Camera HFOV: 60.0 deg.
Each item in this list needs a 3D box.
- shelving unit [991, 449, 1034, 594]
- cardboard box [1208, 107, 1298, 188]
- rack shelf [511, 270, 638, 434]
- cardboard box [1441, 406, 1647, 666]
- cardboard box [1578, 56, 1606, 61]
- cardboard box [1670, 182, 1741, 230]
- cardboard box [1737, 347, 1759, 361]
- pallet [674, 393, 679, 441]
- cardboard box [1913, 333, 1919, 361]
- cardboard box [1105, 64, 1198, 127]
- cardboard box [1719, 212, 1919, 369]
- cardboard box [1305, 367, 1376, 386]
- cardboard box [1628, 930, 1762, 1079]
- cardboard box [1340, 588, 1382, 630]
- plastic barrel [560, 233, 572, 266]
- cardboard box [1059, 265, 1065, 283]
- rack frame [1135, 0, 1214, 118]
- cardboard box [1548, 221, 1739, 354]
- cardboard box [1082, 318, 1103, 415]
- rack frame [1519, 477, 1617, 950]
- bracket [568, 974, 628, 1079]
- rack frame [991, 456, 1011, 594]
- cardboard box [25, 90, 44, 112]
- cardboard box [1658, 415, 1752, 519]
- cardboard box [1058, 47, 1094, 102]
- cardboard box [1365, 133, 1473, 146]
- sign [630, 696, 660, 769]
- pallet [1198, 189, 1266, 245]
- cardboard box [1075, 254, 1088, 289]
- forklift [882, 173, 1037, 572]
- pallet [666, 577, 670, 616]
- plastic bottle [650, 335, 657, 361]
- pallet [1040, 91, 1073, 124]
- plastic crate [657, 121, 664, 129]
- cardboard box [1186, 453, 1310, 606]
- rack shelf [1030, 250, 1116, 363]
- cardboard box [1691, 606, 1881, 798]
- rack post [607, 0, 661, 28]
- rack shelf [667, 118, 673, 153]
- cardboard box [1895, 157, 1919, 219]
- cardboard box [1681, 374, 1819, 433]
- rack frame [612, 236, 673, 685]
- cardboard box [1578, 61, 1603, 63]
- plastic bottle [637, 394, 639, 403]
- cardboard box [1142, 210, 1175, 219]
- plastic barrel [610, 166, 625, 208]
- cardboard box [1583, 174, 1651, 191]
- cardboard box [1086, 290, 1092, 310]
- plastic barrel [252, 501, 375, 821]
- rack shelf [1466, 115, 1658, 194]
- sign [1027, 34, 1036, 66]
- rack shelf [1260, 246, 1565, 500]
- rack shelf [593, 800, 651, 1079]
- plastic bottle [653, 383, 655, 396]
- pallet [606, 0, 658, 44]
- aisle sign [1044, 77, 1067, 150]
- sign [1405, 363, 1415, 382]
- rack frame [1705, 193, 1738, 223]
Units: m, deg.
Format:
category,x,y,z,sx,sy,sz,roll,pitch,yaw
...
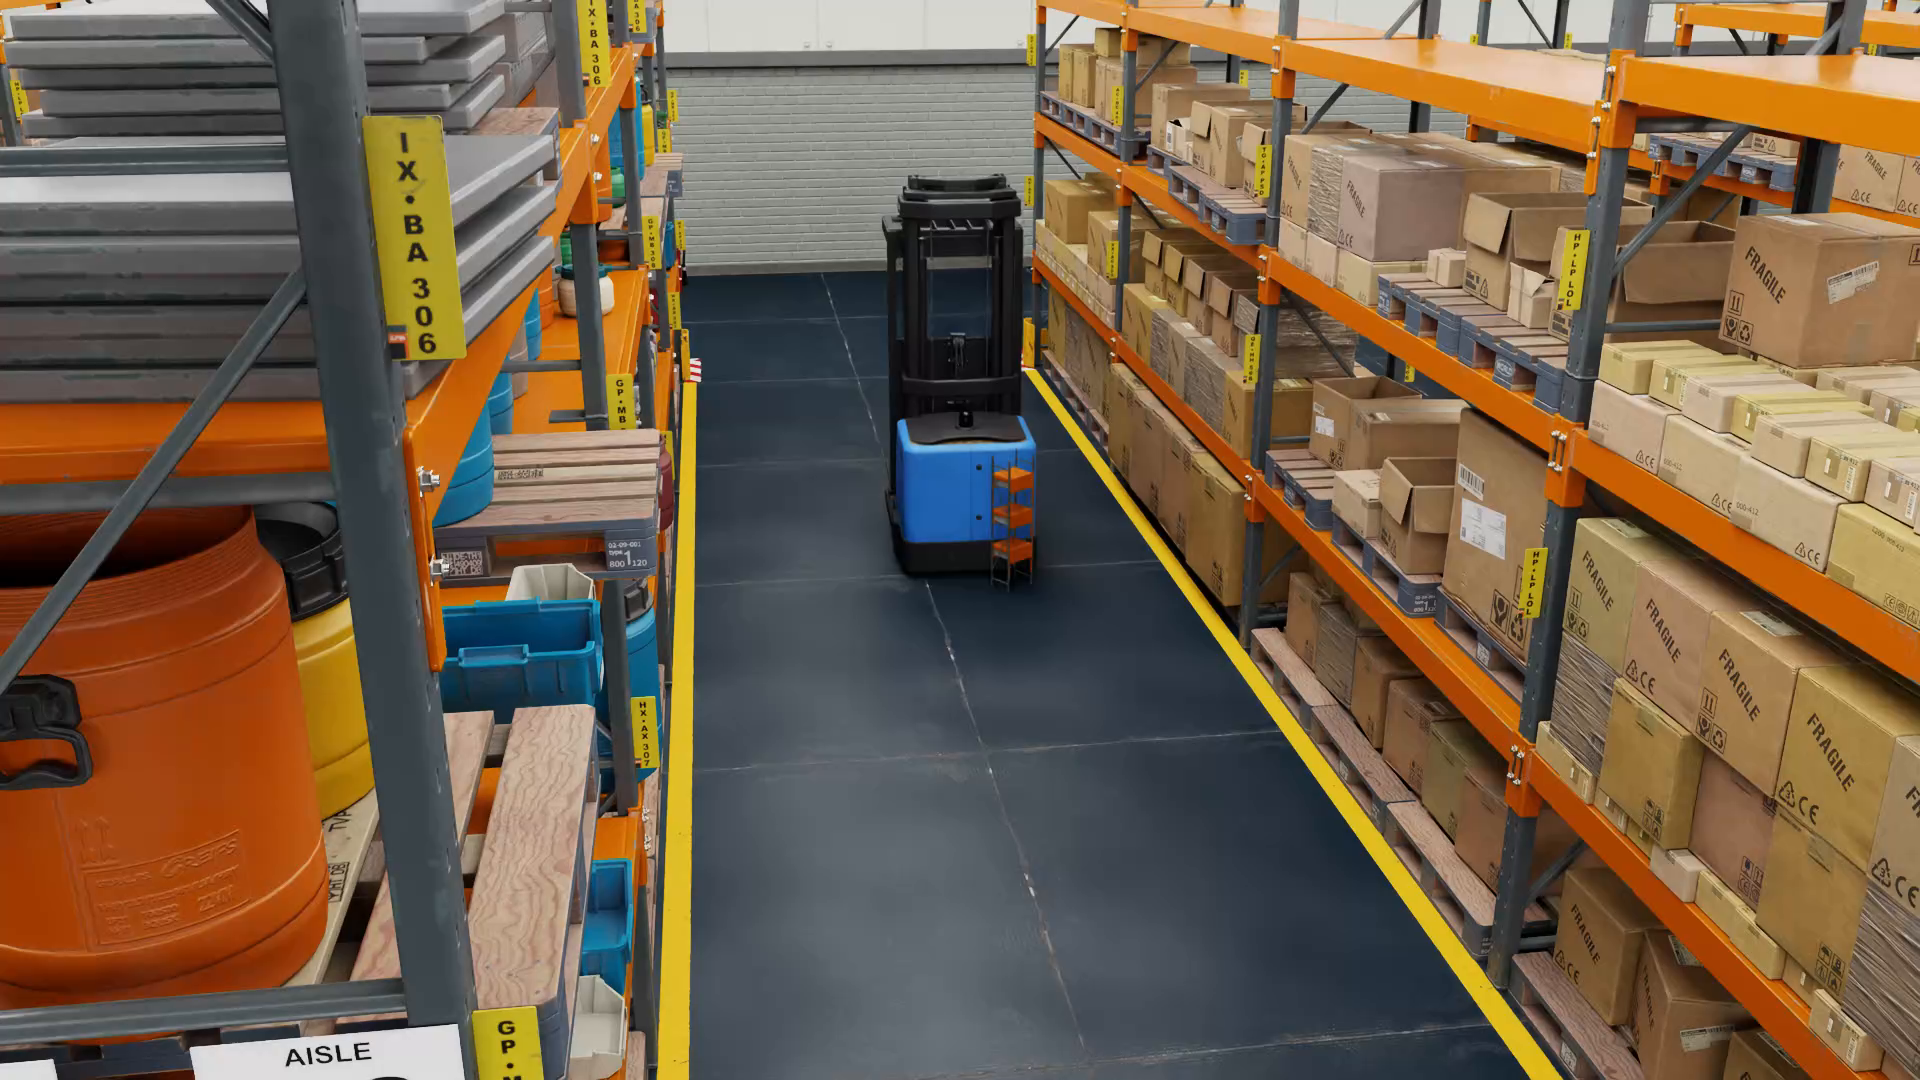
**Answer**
category,x,y,z,sx,sy,sz,roll,pitch,yaw
shelving unit,0.395,-0.140,12.591,0.252,1.050,0.215,-17,27,-39
cardboard box,2.103,-2.833,11.983,0.500,0.500,0.500,-2,21,-5
rack shelf,-2.139,-0.899,8.299,0.919,0.124,3.809,-3,21,-8
cardboard box,3.075,-0.057,8.124,1.000,1.000,1.000,-3,21,-7
cardboard box,6.681,-4.967,17.370,0.380,0.149,0.250,-3,21,-9
cardboard box,6.996,-3.105,15.746,0.500,0.500,0.500,-2,21,-6
cardboard box,3.383,-0.721,6.716,0.380,0.149,0.250,-2,21,-6
pallet,-3.327,-1.187,16.592,1.003,0.211,1.213,-3,21,-8
cardboard box,6.873,-1.401,12.090,0.380,0.149,0.250,-4,21,-10
cardboard box,1.725,-4.030,15.047,0.700,0.500,0.500,-4,21,-11
cardboard box,3.368,-0.980,6.482,0.500,0.500,0.500,-4,21,-9
cardboard box,2.673,-0.911,11.724,0.500,0.500,0.500,-2,21,-6
cardboard box,3.159,2.016,7.004,0.500,0.500,0.500,4,21,9
cardboard box,2.687,0.345,10.376,0.500,0.250,0.500,-1,20,-2
plastic barrel,-2.341,-1.682,9.866,0.294,0.245,0.294,0,20,0
cardboard box,1.233,-2.749,17.149,0.380,0.149,0.250,-3,21,-8
rack frame,1.901,-4.877,13.913,0.949,2.616,0.053,-3,21,-8
cardboard box,3.081,-1.115,7.379,0.797,0.503,0.637,-4,21,-10
cardboard box,1.752,-1.812,16.718,0.875,0.875,0.875,-3,21,-8
rack frame,3.054,0.703,7.547,0.949,2.616,0.053,-3,21,-8
bracket,8.175,-2.030,8.125,20.502,5.116,5.172,-3,21,-8
rack frame,0.304,-0.112,12.515,0.008,1.050,0.200,-17,27,-39
cardboard box,-7.946,-3.836,13.839,0.700,0.500,0.500,-3,21,-8
cardboard box,2.943,-0.280,6.106,0.500,0.250,0.500,-3,21,-8
cardboard box,1.411,-4.769,17.025,0.700,0.500,0.500,-4,21,-10
cardboard box,2.790,-2.215,10.216,0.500,0.500,0.500,-2,21,-6
sign,-1.305,0.799,6.893,0.100,0.325,0.005,-3,21,-8
pallet,2.329,-2.219,11.353,1.213,0.211,1.003,-2,21,-5
cardboard box,1.423,-2.631,16.263,0.500,0.250,0.500,-2,21,-7
forklift,-0.065,-1.598,13.806,1.130,2.935,3.031,-2,21,-5
pallet,-2.582,0.603,11.799,1.003,0.211,1.213,-3,21,-8
plastic bottle,-2.549,-1.564,13.784,0.061,0.283,0.133,-3,21,-8
pallet,1.438,-4.559,17.475,1.003,0.211,1.213,-3,21,-8
plastic crate,-2.911,-3.605,14.980,0.497,0.269,0.590,-3,21,-8
cardboard box,2.395,-0.123,12.195,1.225,0.875,0.875,-4,21,-10
rack shelf,1.609,-2.422,16.943,1.077,0.370,4.000,-3,21,-8
cardboard box,3.009,0.563,5.924,0.500,0.500,0.500,-3,21,-8
rack post,-2.586,-3.699,11.473,0.937,0.300,0.954,-1,20,-2
rack shelf,-3.292,-3.578,15.749,1.077,0.370,4.000,-3,21,-8
cardboard box,7.063,-2.534,11.784,0.500,0.500,0.500,-3,21,-8
cardboard box,2.917,-0.506,6.142,0.380,0.149,0.250,-3,21,-7
rack frame,-2.427,-0.432,10.586,1.000,3.000,0.127,-3,21,-8
cardboard box,6.260,-4.760,16.816,0.380,0.149,0.250,-2,21,-6
plastic bottle,-2.326,-0.979,12.235,0.097,0.271,0.097,0,20,0
cardboard box,2.018,-2.837,15.742,0.500,0.500,0.500,-3,21,-8
plastic barrel,-2.352,-2.340,11.028,0.294,0.245,0.294,0,20,0
cardboard box,6.405,-3.264,16.172,0.500,0.500,0.500,-4,21,-9
cardboard box,1.418,-2.305,15.960,0.380,0.149,0.250,-3,21,-7
plastic barrel,-1.564,0.259,3.578,0.600,0.588,0.600,0,20,0
rack shelf,6.532,-4.043,16.994,1.077,0.370,4.000,-3,21,-8
sign,0.771,-5.278,17.910,0.100,0.325,0.005,-3,21,-8
rack shelf,2.762,-1.058,9.002,1.077,0.370,4.000,-3,21,-8
rack shelf,-1.562,1.982,5.150,1.077,0.370,4.000,-3,21,-8
plastic bottle,-2.438,-1.217,12.972,0.097,0.201,0.097,0,20,0
pallet,-2.501,-3.218,10.312,1.213,0.211,1.003,-3,21,-8
aisle sign,1.014,-4.679,18.242,0.394,0.787,0.004,-3,21,-8
sign,3.010,-1.218,11.148,0.100,0.325,0.005,-3,21,-8
rack frame,6.817,-2.282,15.538,0.949,2.616,0.053,-3,21,-8
